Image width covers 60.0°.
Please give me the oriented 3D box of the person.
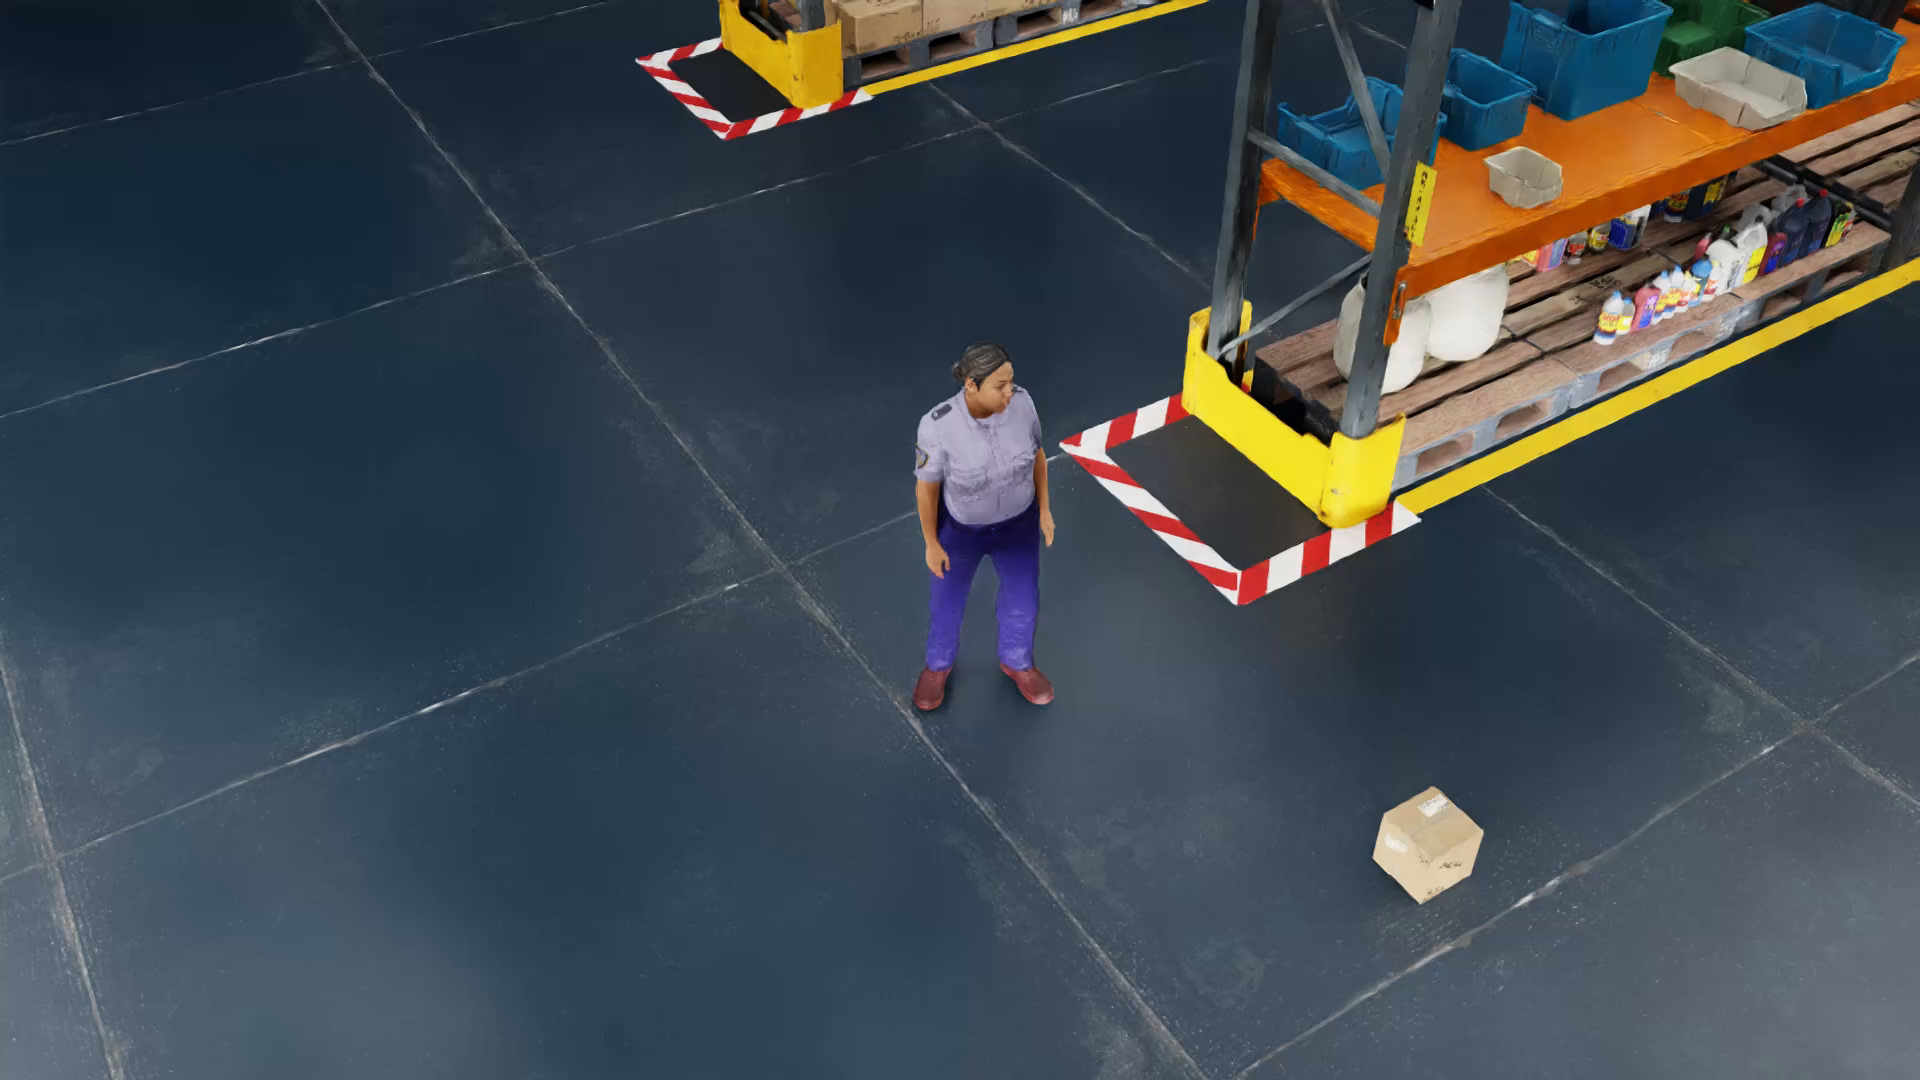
[{"bbox_3d":[0.082,-0.034,6.174,0.566,1.653,0.404,-13,43,-15],"label":"person"}]
